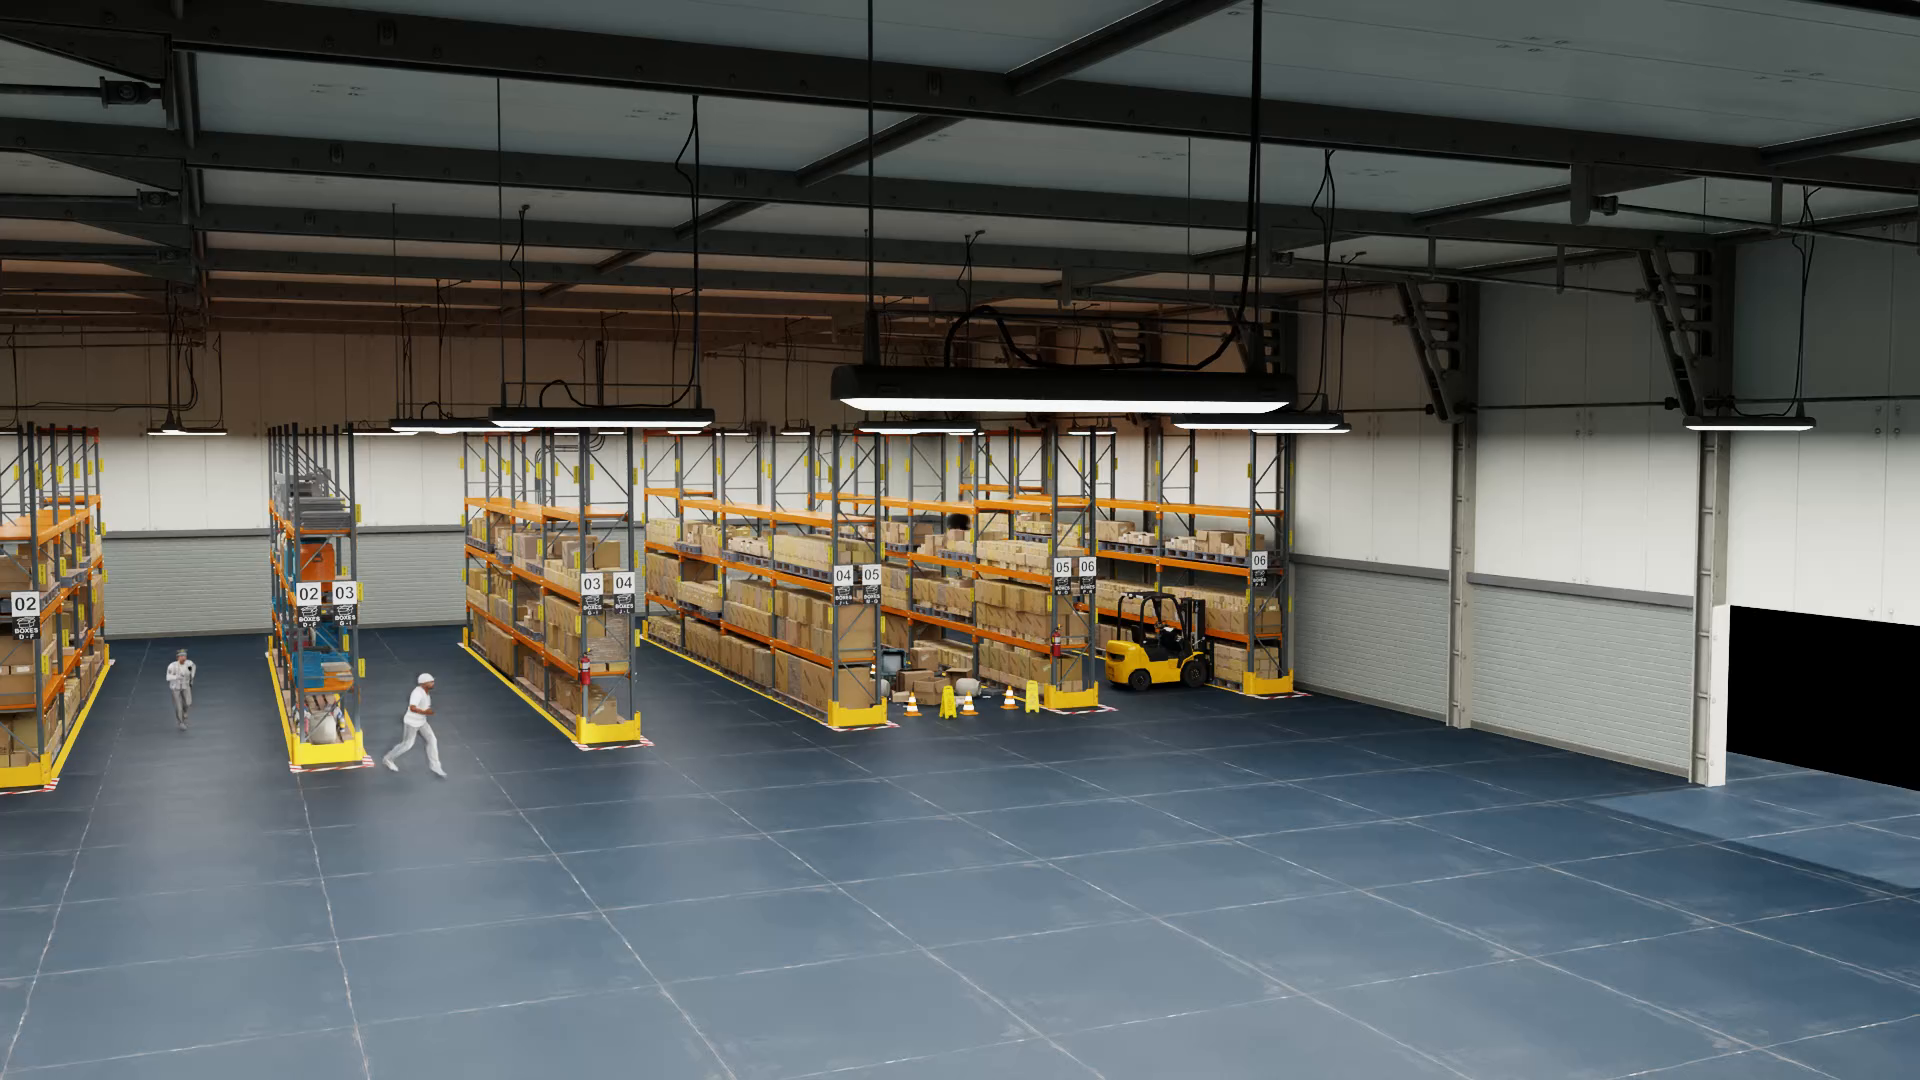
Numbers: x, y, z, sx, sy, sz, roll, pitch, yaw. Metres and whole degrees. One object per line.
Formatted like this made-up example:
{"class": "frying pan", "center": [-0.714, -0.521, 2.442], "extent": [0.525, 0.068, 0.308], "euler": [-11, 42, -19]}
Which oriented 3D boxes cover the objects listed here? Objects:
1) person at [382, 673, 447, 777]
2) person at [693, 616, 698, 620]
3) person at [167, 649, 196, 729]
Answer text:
{"class": "person", "center": [-9.243, 3.138, 28.127], "extent": [1.098, 1.764, 0.686], "euler": [0, 4, 6]}
{"class": "person", "center": [-7.919, 1.762, 51.067], "extent": [0.602, 1.698, 0.845], "euler": [3, 5, 43]}
{"class": "person", "center": [-15.229, 2.916, 32.565], "extent": [0.572, 1.610, 0.750], "euler": [-2, 4, -33]}
